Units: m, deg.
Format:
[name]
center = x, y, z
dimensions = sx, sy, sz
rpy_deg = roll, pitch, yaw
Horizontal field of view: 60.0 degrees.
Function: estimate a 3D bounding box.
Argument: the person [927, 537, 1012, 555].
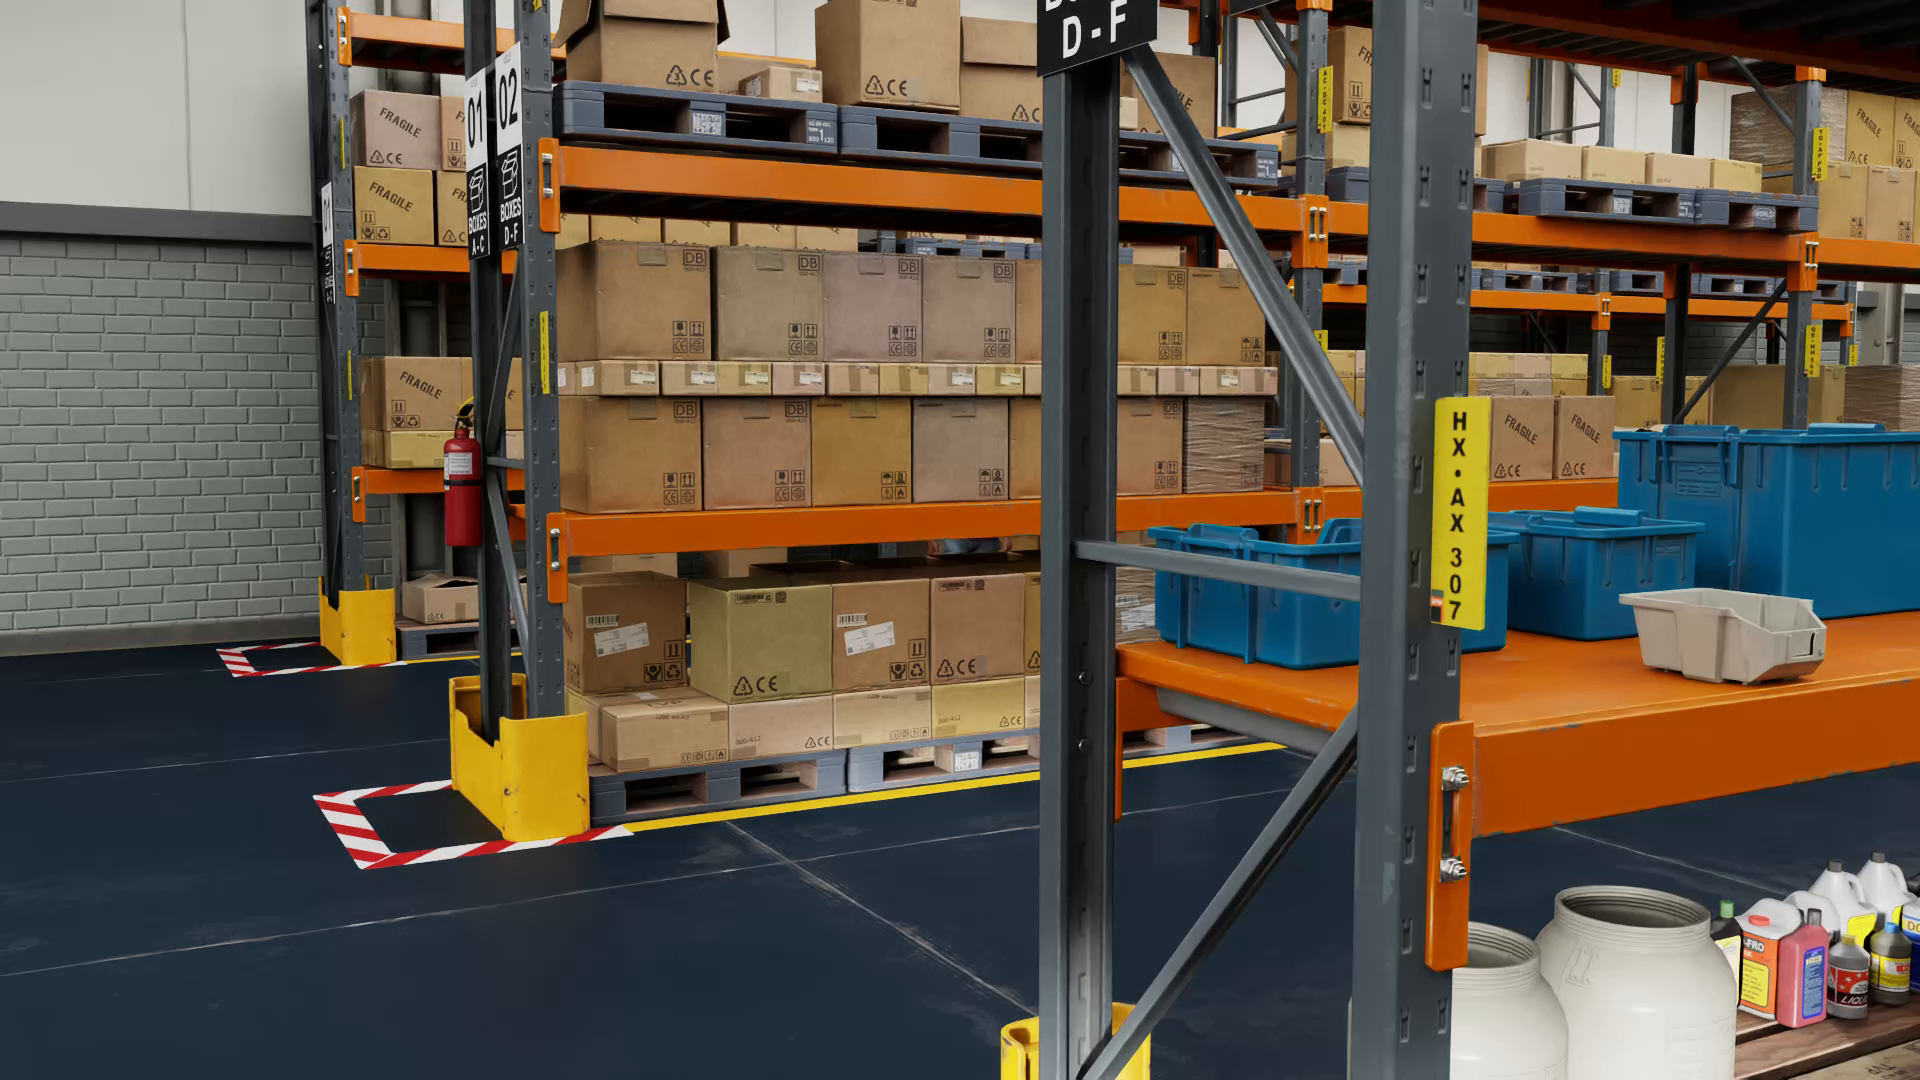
[person]
center = 0.093, -0.001, 10.618
dimensions = 0.570, 1.763, 0.633
rpy_deg = -1, 5, -10
